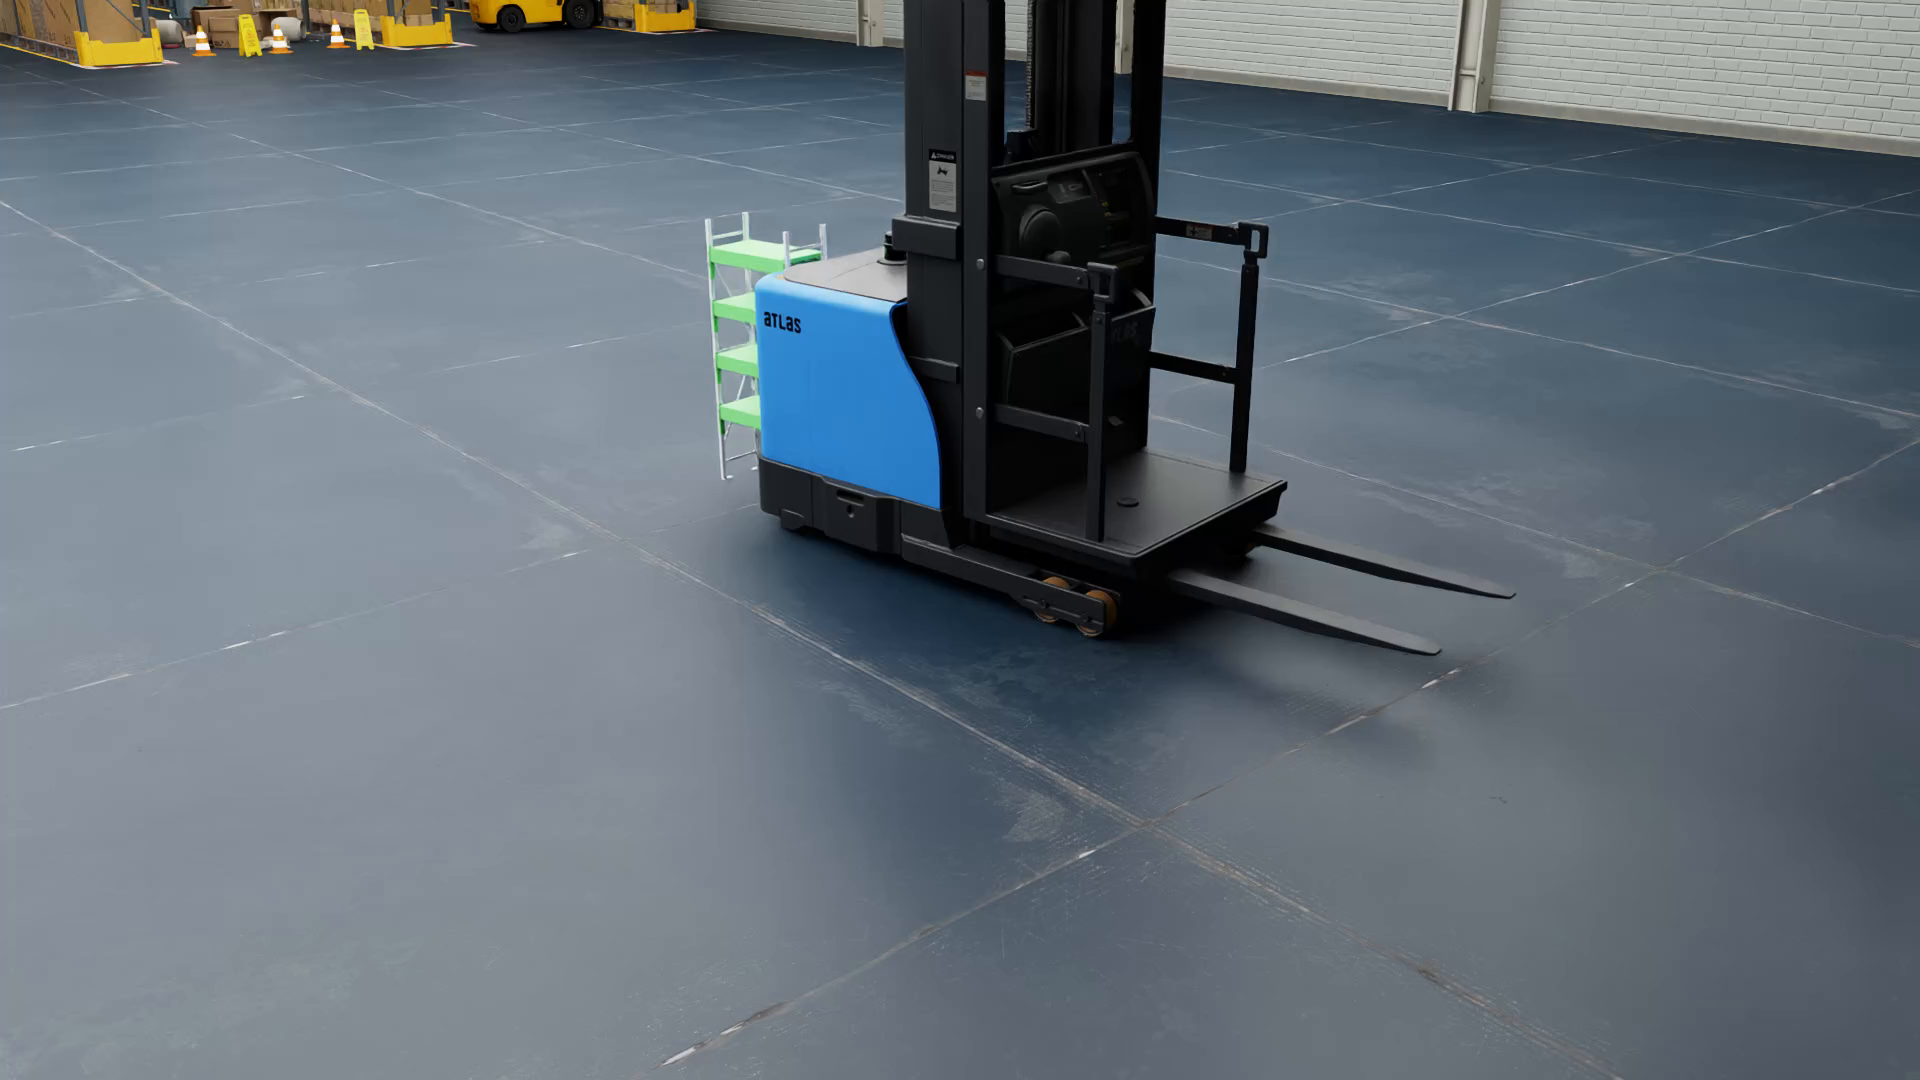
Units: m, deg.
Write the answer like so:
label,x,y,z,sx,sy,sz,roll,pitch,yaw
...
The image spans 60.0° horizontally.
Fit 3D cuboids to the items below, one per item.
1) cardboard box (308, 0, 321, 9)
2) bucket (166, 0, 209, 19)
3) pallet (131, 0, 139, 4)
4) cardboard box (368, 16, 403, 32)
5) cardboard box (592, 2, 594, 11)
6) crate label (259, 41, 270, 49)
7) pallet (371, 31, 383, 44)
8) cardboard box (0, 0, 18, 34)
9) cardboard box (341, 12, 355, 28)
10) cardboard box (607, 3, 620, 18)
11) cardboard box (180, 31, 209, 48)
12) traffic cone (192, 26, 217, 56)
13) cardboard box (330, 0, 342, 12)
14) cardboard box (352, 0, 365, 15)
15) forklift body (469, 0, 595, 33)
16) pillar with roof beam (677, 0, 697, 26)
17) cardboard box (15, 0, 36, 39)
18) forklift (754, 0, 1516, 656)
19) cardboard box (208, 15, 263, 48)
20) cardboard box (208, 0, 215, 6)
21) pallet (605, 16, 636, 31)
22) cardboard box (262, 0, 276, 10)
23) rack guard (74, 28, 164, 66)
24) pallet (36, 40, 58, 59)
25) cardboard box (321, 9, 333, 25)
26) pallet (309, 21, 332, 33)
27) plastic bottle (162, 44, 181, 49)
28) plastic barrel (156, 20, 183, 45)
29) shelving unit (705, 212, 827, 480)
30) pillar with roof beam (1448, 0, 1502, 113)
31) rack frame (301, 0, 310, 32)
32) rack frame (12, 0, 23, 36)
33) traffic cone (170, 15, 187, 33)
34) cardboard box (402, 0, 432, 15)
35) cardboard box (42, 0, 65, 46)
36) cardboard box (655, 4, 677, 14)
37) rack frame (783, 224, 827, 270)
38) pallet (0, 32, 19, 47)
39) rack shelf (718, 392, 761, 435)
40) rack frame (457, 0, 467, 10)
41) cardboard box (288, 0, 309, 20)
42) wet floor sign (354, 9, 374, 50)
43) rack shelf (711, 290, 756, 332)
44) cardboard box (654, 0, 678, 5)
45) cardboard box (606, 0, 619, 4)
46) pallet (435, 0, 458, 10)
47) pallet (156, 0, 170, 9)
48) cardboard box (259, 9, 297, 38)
label,x,y,z,sx,sy,sz,roll,pitch,yaw
cardboard box,-11.892,-10.225,31.143,0.500,0.500,0.500,-16,26,-35
bucket,-13.921,-9.676,29.980,0.726,0.611,0.620,-8,13,-19
pallet,-19.325,-13.002,39.892,1.003,0.211,1.213,-17,27,-37
cardboard box,-10.209,-9.164,29.462,0.500,0.250,0.500,-18,27,-38
cardboard box,-7.243,-10.653,33.265,0.500,0.250,0.500,-16,27,-36
crate label,-11.899,-8.406,28.257,0.298,0.136,0.250,7,23,18
pallet,-10.015,-9.038,29.770,1.003,0.211,1.213,-17,27,-37
cardboard box,-16.230,-9.280,29.072,1.050,0.750,0.750,-18,27,-38
cardboard box,-10.871,-9.445,30.181,0.500,0.250,0.500,-19,28,-39
cardboard box,-6.567,-10.375,32.554,0.500,0.250,0.500,-17,27,-37
cardboard box,-13.239,-8.672,28.761,0.396,0.266,0.258,-12,25,-28
traffic cone,-12.417,-8.180,27.234,0.336,0.463,0.334,-17,27,-37
cardboard box,-11.197,-9.936,30.406,0.500,0.500,0.500,-16,26,-35
cardboard box,-10.525,-9.650,29.674,0.500,0.500,0.500,-16,27,-36
forklift body,-8.324,-10.960,32.017,2.313,2.155,1.214,-17,27,-37
pillar with roof beam,-8.737,-13.441,28.961,9.100,9.000,0.400,-17,27,-37
cardboard box,-15.399,-8.997,28.180,0.875,0.875,0.875,-17,27,-37
forklift,0.598,-1.230,6.105,3.031,2.935,1.130,17,27,37
cardboard box,-12.526,-8.803,28.769,0.637,0.503,0.797,3,22,9
cardboard box,-15.651,-11.957,35.737,0.875,0.875,0.875,-17,27,-37
pallet,-6.235,-10.168,32.656,1.003,0.211,1.213,-17,27,-37
cardboard box,-13.344,-10.694,33.201,0.950,0.372,0.625,-16,27,-36
rack guard,-13.130,-7.706,25.973,1.175,0.500,0.348,-17,27,-37
pallet,-14.519,-8.117,27.419,1.003,0.211,1.213,-17,27,-37
cardboard box,-11.535,-9.731,30.910,0.500,0.250,0.500,-16,26,-34
pallet,-11.608,-9.712,31.492,1.003,0.211,1.213,-17,27,-37
plastic bottle,-13.503,-8.455,28.486,0.133,0.061,0.283,12,24,27
plastic barrel,-13.854,-8.834,28.957,0.512,0.421,0.421,0,21,-1
shelving unit,-0.840,-0.817,7.415,0.503,1.200,0.258,17,27,37
pillar with roof beam,3.013,-8.468,16.264,9.100,9.000,0.400,-17,27,-37
rack frame,-12.073,-11.188,31.435,1.000,3.000,0.127,-17,27,-37
rack frame,-15.757,-9.981,28.355,1.000,3.000,0.127,-17,27,-37
traffic cone,-14.890,-9.858,31.518,0.336,0.463,0.334,-17,27,-37
cardboard box,-9.795,-9.642,29.655,0.500,0.500,0.500,-19,28,-39
cardboard box,-14.214,-8.497,26.902,0.875,0.875,0.875,-18,28,-38
cardboard box,-5.876,-10.363,32.523,0.500,0.250,0.500,-17,27,-37
rack frame,-0.654,-0.761,7.267,0.015,1.200,0.240,17,27,37
pallet,-16.318,-8.878,29.362,1.003,0.211,1.213,-17,27,-37
rack shelf,-0.837,-0.533,7.524,0.480,0.148,0.258,17,27,37
rack frame,-10.926,-13.476,37.276,1.000,3.000,0.127,-17,27,-37
cardboard box,-12.417,-10.304,32.206,0.950,0.372,0.625,-17,27,-37
wet floor sign,-10.148,-8.679,28.259,0.267,0.644,0.232,-8,23,-19
rack shelf,-0.842,-0.981,7.352,0.480,0.148,0.258,17,27,37
cardboard box,-5.853,-10.593,32.425,0.500,0.250,0.500,-17,27,-36
cardboard box,-6.578,-10.615,32.481,0.500,0.250,0.500,-18,28,-38
pallet,-11.385,-12.392,38.335,1.003,0.211,1.213,-17,27,-37
pallet,-17.732,-12.328,38.171,1.003,0.211,1.213,-17,27,-37
cardboard box,-12.404,-9.405,30.308,0.500,0.500,0.500,0,21,-1
